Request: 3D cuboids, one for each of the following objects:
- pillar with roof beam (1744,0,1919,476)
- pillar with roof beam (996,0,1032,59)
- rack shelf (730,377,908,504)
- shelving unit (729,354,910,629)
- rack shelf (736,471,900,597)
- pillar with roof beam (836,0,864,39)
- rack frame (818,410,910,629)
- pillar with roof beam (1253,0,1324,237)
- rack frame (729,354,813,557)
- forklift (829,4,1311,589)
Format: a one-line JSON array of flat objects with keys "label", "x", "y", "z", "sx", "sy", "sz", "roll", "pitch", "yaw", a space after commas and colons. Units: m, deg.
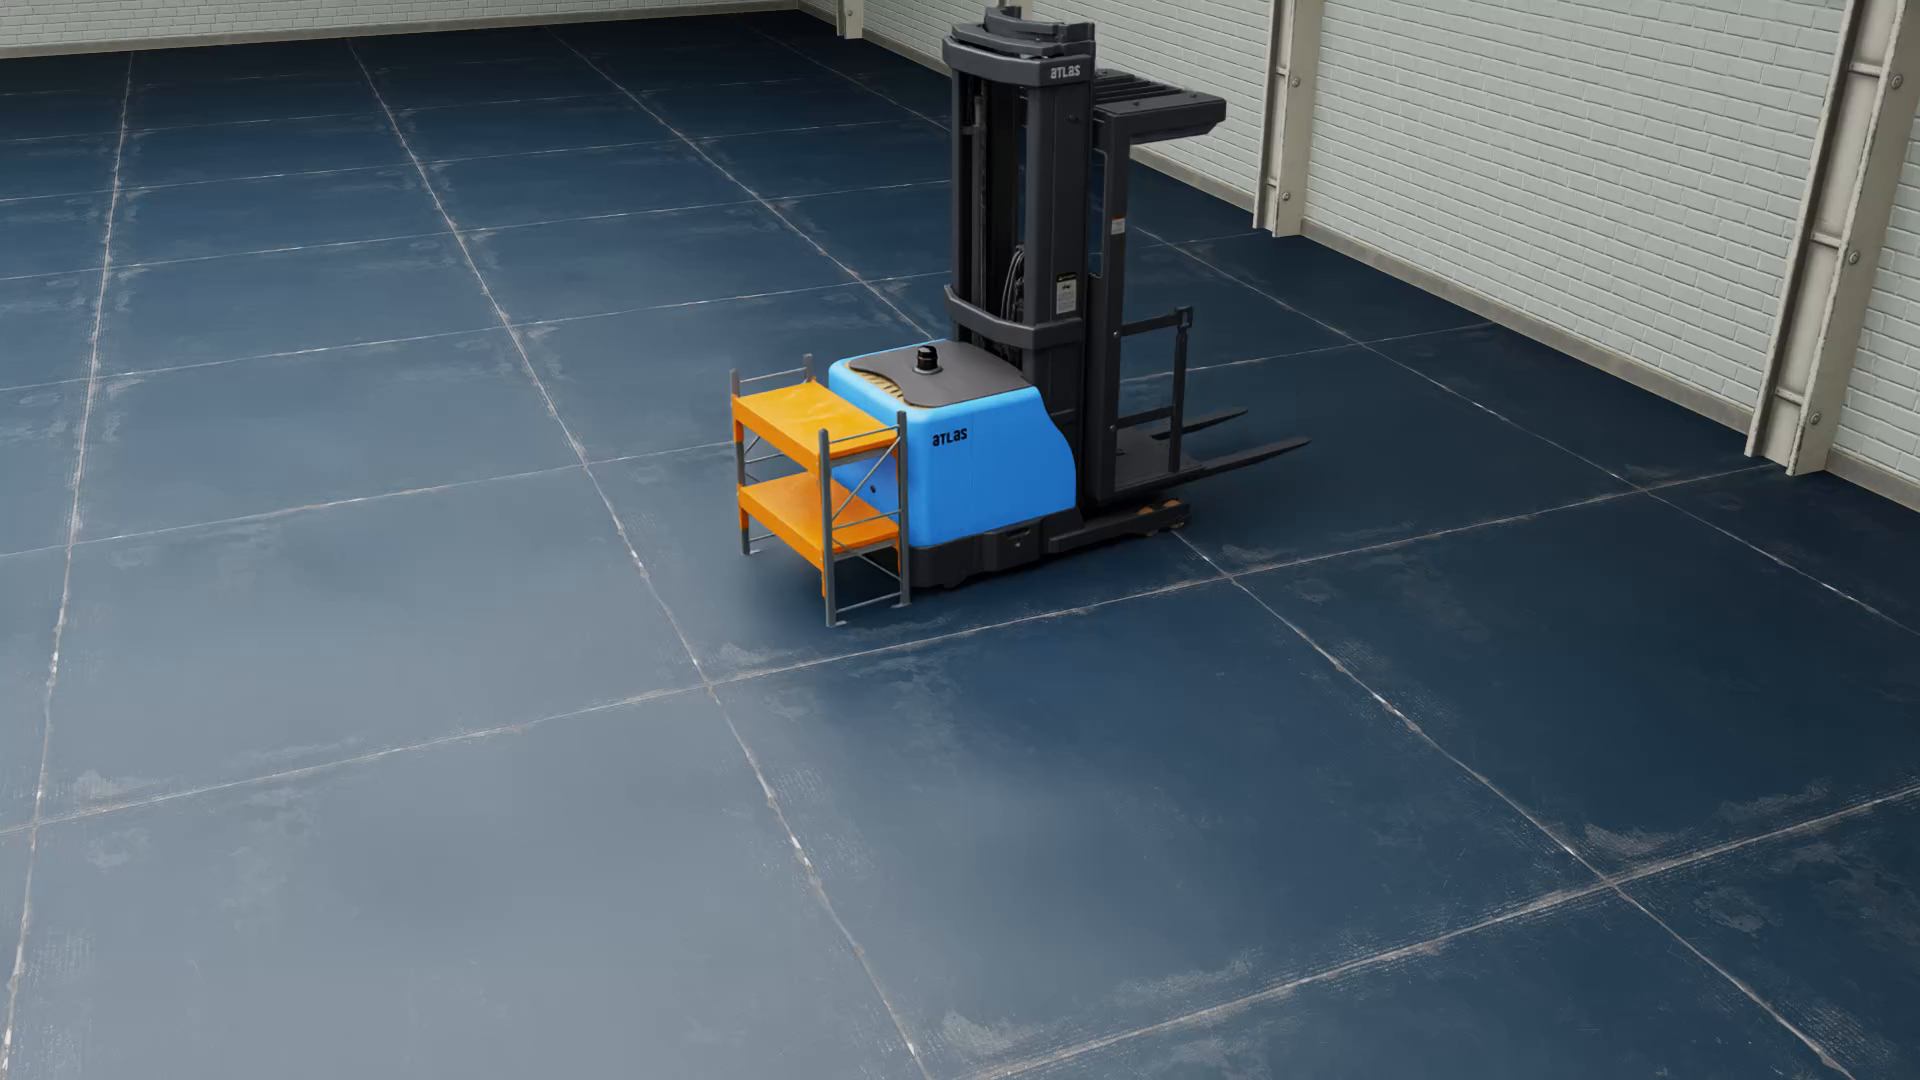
[{"label": "pillar with roof beam", "x": 1.398, "y": -3.816, "z": 7.309, "sx": 9.100, "sy": 9.000, "sz": 0.400, "roll": -11, "pitch": 28, "yaw": -21}, {"label": "pillar with roof beam", "x": -3.302, "y": -8.660, "z": 17.231, "sx": 9.100, "sy": 9.000, "sz": 0.400, "roll": -11, "pitch": 28, "yaw": -21}, {"label": "rack shelf", "x": -0.767, "y": -0.551, "z": 8.929, "sx": 0.538, "sy": 0.278, "sz": 1.000, "roll": -16, "pitch": 30, "yaw": -29}, {"label": "shelving unit", "x": -0.767, "y": -0.288, "z": 9.058, "sx": 0.538, "sy": 1.125, "sz": 1.048, "roll": -16, "pitch": 30, "yaw": -29}, {"label": "rack shelf", "x": -0.767, "y": -0.068, "z": 9.165, "sx": 0.538, "sy": 0.278, "sz": 1.000, "roll": -16, "pitch": 30, "yaw": -29}, {"label": "pillar with roof beam", "x": -5.651, "y": -11.083, "z": 22.192, "sx": 9.100, "sy": 9.000, "sz": 0.400, "roll": -11, "pitch": 28, "yaw": -21}, {"label": "rack frame", "x": -0.491, "y": -0.101, "z": 8.674, "sx": 0.500, "sy": 1.125, "sz": 0.032, "roll": -16, "pitch": 30, "yaw": -29}, {"label": "pillar with roof beam", "x": -0.952, "y": -6.238, "z": 12.270, "sx": 9.100, "sy": 9.000, "sz": 0.400, "roll": -11, "pitch": 28, "yaw": -21}, {"label": "rack frame", "x": -1.043, "y": -0.475, "z": 9.441, "sx": 0.500, "sy": 1.125, "sz": 0.032, "roll": -16, "pitch": 30, "yaw": -29}, {"label": "forklift", "x": 0.768, "y": -1.521, "z": 9.524, "sx": 3.031, "sy": 2.935, "sz": 1.130, "roll": -15, "pitch": 30, "yaw": -28}]
